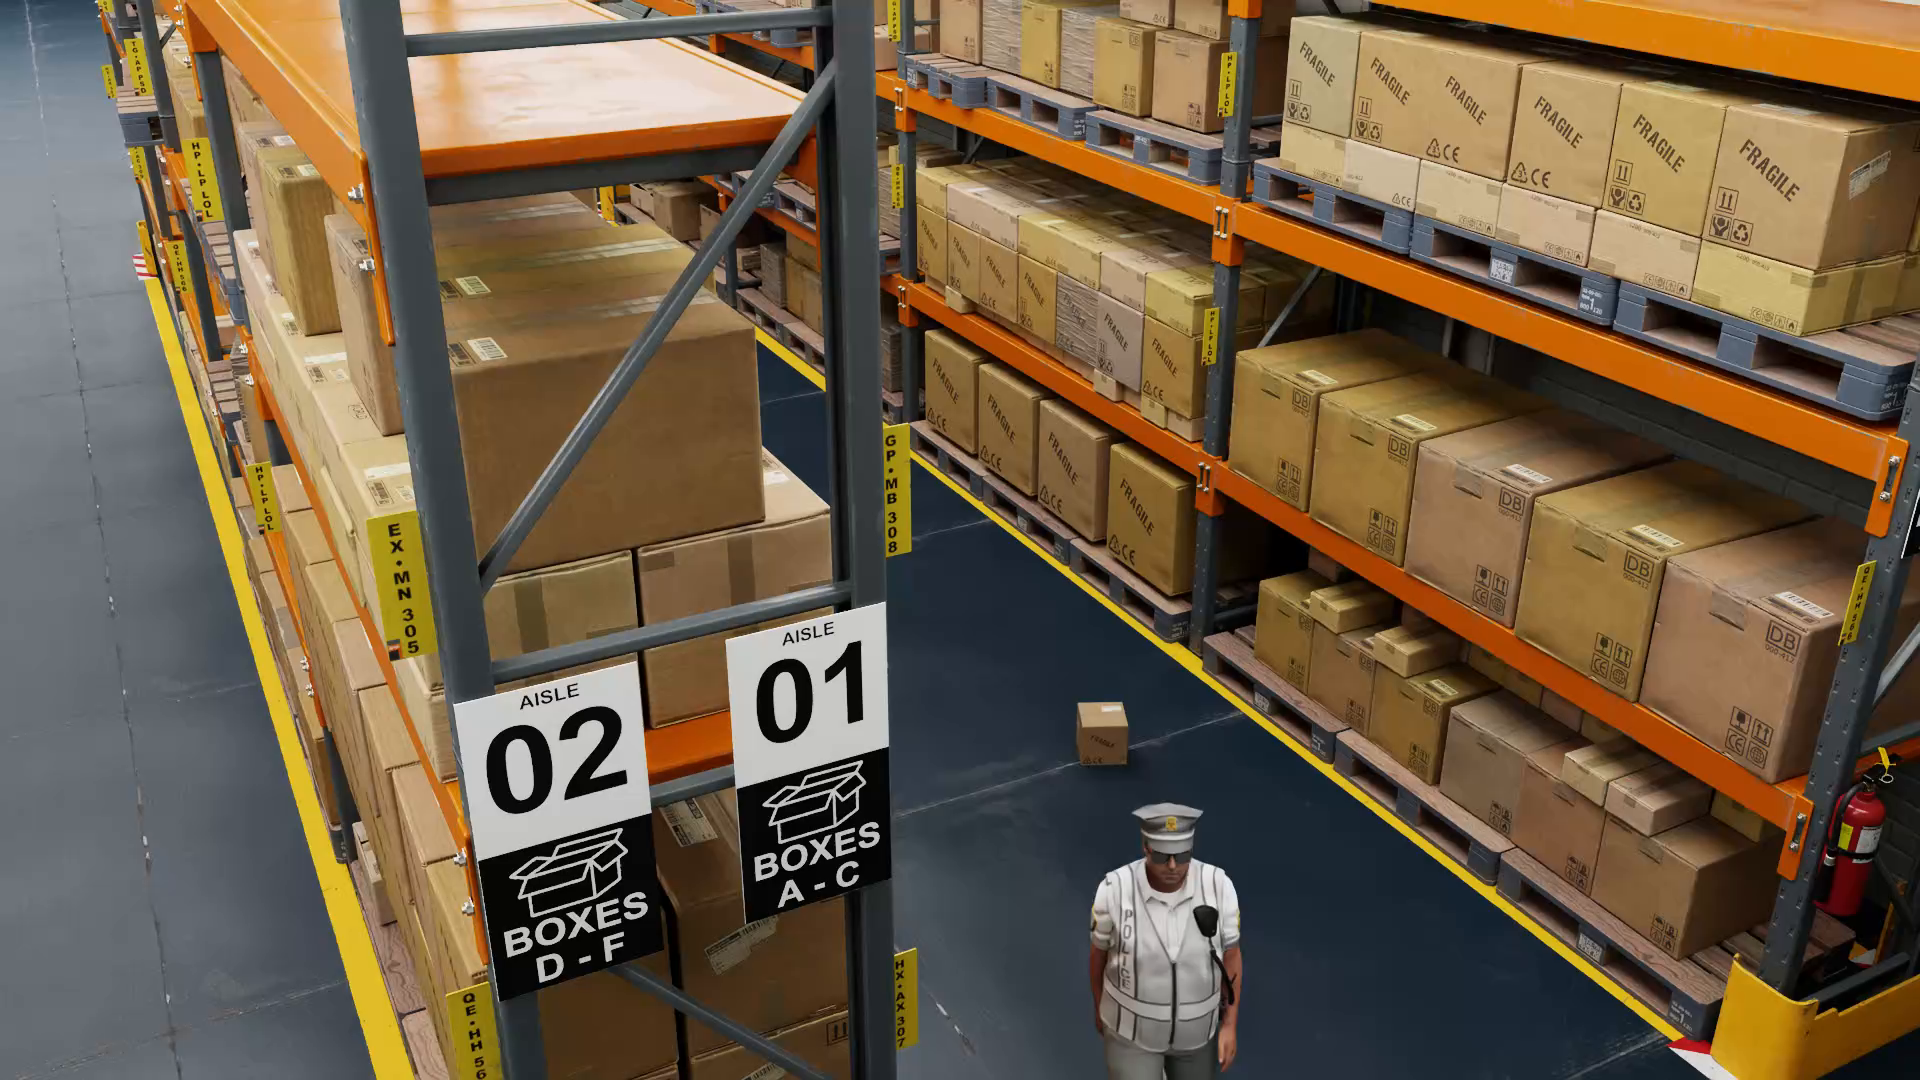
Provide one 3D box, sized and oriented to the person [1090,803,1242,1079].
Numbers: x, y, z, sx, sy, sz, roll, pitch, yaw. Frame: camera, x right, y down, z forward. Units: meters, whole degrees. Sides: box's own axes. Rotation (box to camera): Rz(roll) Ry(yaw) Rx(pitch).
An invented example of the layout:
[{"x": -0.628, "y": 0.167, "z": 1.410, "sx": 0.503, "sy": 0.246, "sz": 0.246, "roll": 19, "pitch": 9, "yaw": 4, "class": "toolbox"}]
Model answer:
[{"x": 0.735, "y": 1.691, "z": 5.989, "sx": 0.532, "sy": 1.740, "sz": 0.871, "roll": -3, "pitch": 25, "yaw": -6, "class": "person"}]
